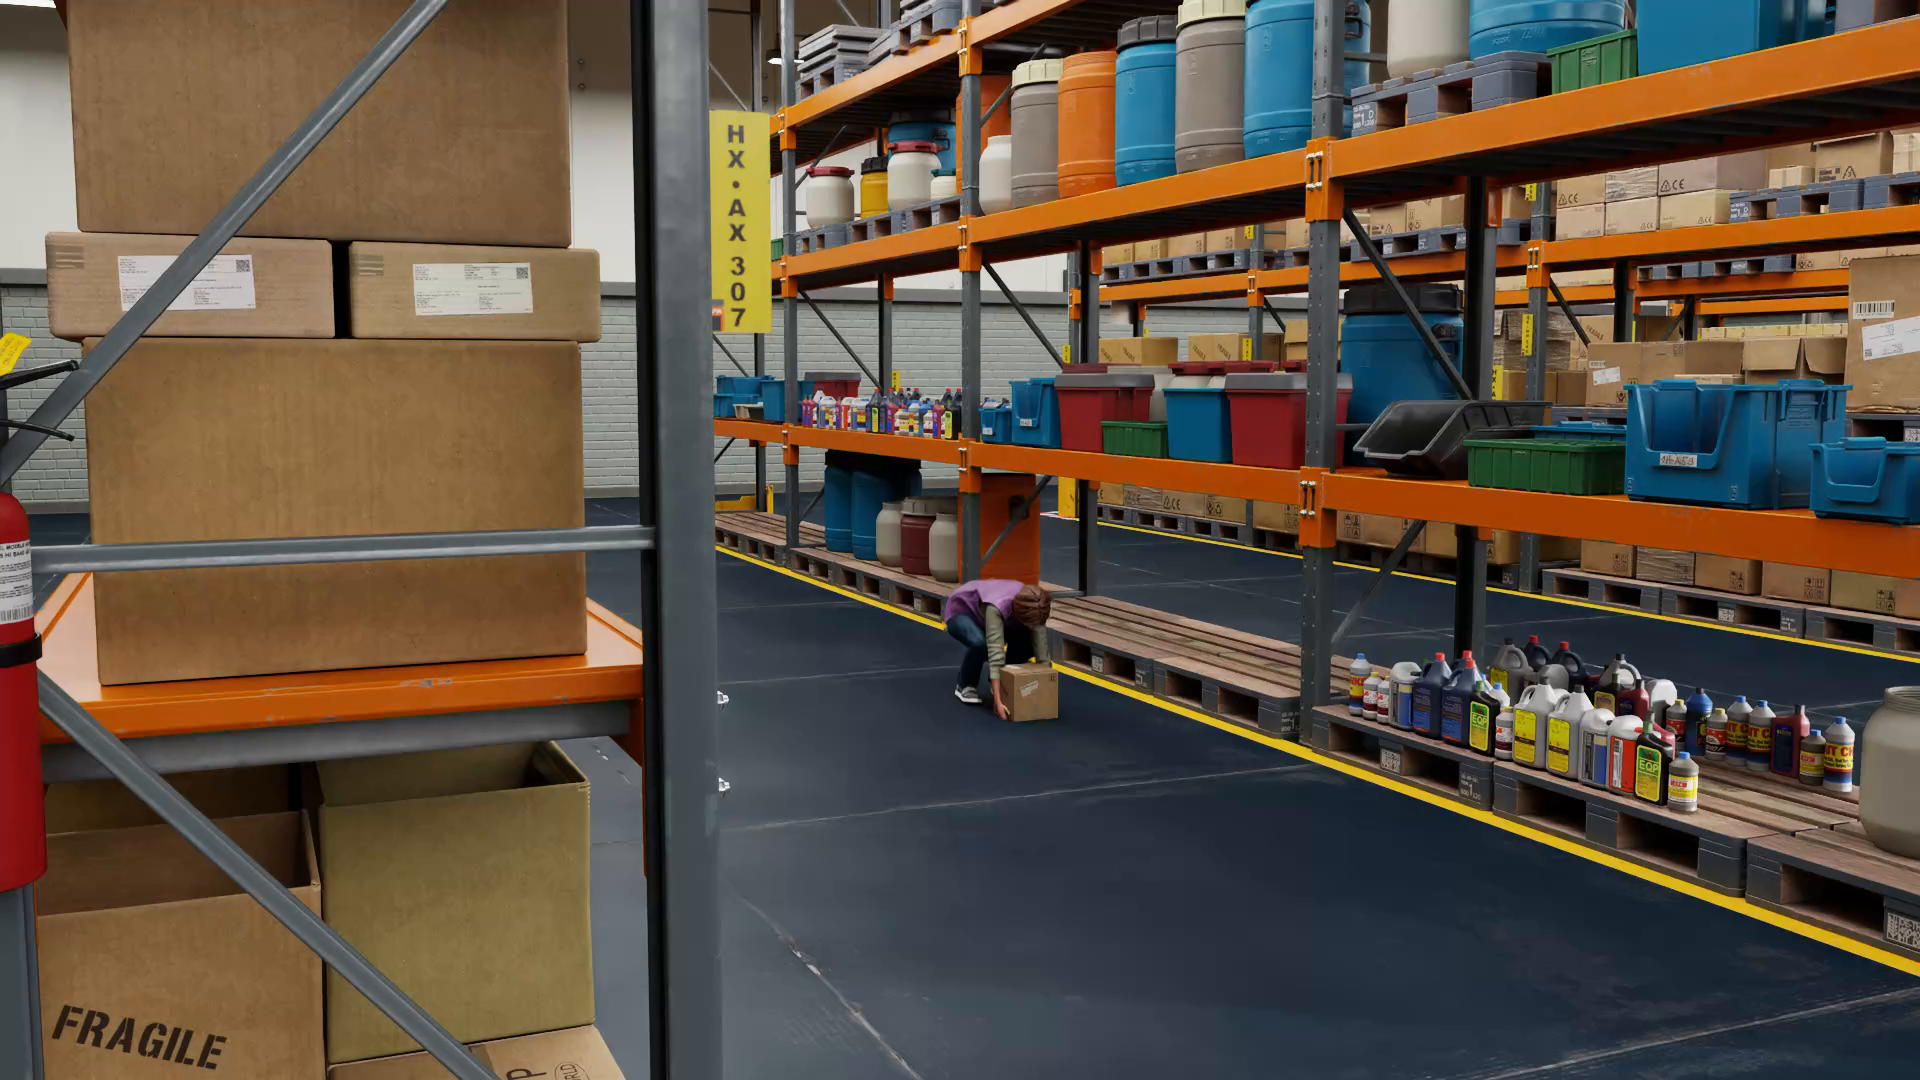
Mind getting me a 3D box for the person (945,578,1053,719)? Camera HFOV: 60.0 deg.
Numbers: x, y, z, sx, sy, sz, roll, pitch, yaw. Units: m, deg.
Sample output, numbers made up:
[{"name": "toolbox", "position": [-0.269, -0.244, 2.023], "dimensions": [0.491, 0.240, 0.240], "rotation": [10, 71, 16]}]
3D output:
[{"name": "person", "position": [0.217, 0.550, 8.865], "dimensions": [0.422, 0.700, 0.863], "rotation": [-3, 6, -25]}]
